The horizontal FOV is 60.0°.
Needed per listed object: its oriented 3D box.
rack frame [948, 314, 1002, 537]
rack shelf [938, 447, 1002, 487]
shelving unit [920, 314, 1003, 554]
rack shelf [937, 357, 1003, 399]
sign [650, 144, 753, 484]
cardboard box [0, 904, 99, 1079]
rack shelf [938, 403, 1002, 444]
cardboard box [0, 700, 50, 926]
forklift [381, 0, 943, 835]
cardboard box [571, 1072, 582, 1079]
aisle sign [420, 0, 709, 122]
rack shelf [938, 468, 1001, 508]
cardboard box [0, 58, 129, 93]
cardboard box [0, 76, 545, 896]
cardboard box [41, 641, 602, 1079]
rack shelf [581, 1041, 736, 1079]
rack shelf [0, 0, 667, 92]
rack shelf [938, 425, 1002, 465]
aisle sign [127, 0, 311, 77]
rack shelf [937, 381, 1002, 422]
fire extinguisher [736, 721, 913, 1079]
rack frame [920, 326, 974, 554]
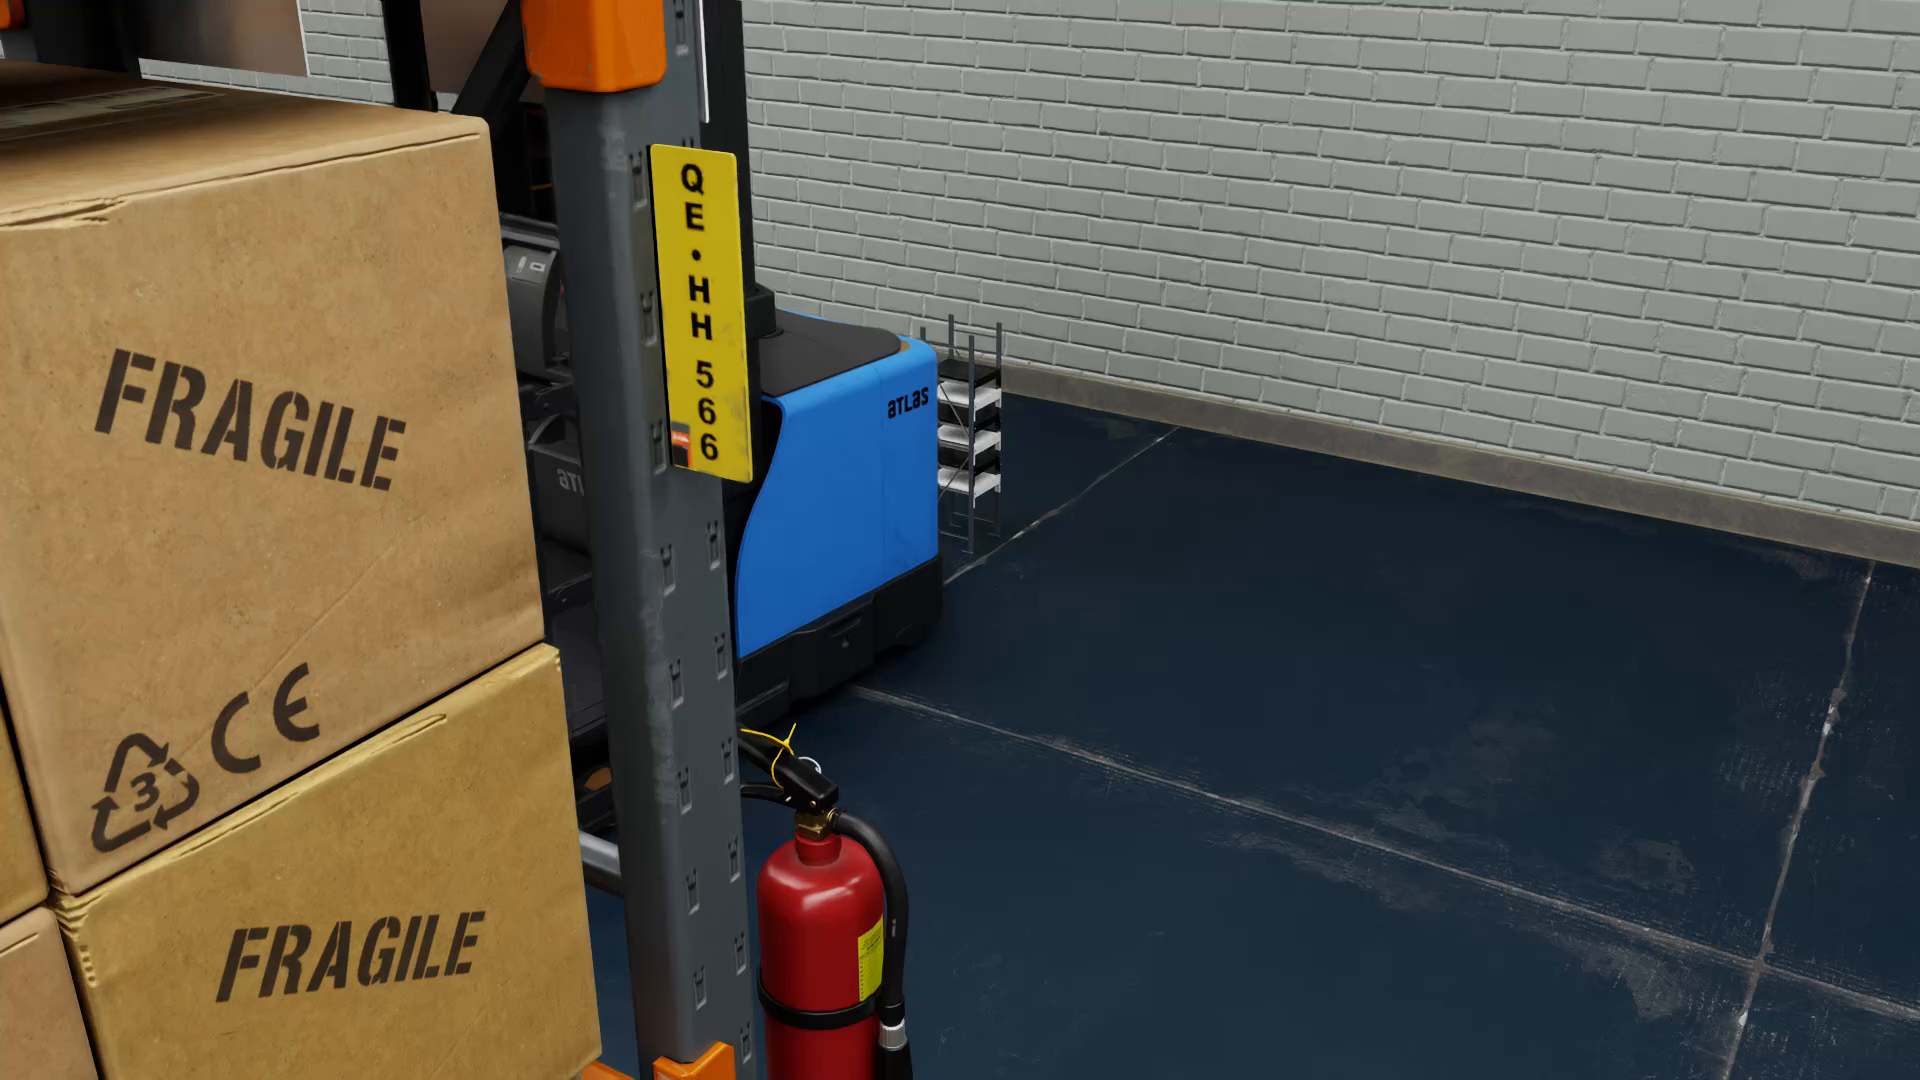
[{"bbox_3d":[0.058,-0.450,6.657,0.240,0.900,0.006,14,27,29],"label":"rack frame"},{"bbox_3d":[0.004,-0.303,6.627,0.258,0.077,0.200,14,27,29],"label":"rack shelf"},{"bbox_3d":[0.004,-0.416,6.578,0.258,0.900,0.210,14,27,29],"label":"shelving unit"},{"bbox_3d":[0.004,-0.633,6.484,0.258,0.077,0.200,14,27,29],"label":"rack shelf"},{"bbox_3d":[-0.250,-0.216,1.618,0.100,0.325,0.005,14,27,29],"label":"sign"},{"bbox_3d":[-1.006,0.533,1.242,0.500,0.500,0.500,13,27,28],"label":"cardboard box"},{"bbox_3d":[0.004,-0.468,6.555,0.258,0.077,0.200,14,27,29],"label":"rack shelf"},{"bbox_3d":[-1.008,0.074,1.046,0.500,0.500,0.500,13,27,27],"label":"cardboard box"},{"bbox_3d":[-1.358,-0.675,4.620,1.130,2.935,3.031,17,29,34],"label":"forklift"},{"bbox_3d":[-0.643,0.622,1.854,0.380,0.149,0.250,14,27,29],"label":"cardboard box"},{"bbox_3d":[-0.418,-0.818,1.591,0.394,0.787,0.004,14,27,29],"label":"aisle sign"},{"bbox_3d":[0.004,-0.220,6.662,0.258,0.077,0.200,14,27,29],"label":"rack shelf"},{"bbox_3d":[-1.173,-0.208,1.696,0.500,0.500,0.500,14,27,29],"label":"cardboard box"},{"bbox_3d":[-0.741,-0.097,1.441,0.500,0.500,0.500,13,27,28],"label":"cardboard box"},{"bbox_3d":[-0.729,0.360,1.641,0.500,0.500,0.500,14,27,30],"label":"cardboard box"},{"bbox_3d":[-1.766,1.342,0.779,1.077,0.370,4.000,14,27,29],"label":"rack shelf"},{"bbox_3d":[-1.766,-0.034,0.183,1.077,0.370,4.000,14,27,29],"label":"rack shelf"},{"bbox_3d":[0.004,-0.385,6.591,0.258,0.077,0.200,14,27,29],"label":"rack shelf"},{"bbox_3d":[-0.927,-0.943,1.881,0.394,0.787,0.004,14,27,29],"label":"aisle sign"},{"bbox_3d":[0.004,-0.550,6.519,0.258,0.077,0.200,14,27,29],"label":"rack shelf"},{"bbox_3d":[-0.186,0.556,2.258,0.296,0.674,0.183,14,27,29],"label":"fire extinguisher"},{"bbox_3d":[-0.049,-0.381,6.498,0.240,0.900,0.006,14,27,29],"label":"rack frame"}]
